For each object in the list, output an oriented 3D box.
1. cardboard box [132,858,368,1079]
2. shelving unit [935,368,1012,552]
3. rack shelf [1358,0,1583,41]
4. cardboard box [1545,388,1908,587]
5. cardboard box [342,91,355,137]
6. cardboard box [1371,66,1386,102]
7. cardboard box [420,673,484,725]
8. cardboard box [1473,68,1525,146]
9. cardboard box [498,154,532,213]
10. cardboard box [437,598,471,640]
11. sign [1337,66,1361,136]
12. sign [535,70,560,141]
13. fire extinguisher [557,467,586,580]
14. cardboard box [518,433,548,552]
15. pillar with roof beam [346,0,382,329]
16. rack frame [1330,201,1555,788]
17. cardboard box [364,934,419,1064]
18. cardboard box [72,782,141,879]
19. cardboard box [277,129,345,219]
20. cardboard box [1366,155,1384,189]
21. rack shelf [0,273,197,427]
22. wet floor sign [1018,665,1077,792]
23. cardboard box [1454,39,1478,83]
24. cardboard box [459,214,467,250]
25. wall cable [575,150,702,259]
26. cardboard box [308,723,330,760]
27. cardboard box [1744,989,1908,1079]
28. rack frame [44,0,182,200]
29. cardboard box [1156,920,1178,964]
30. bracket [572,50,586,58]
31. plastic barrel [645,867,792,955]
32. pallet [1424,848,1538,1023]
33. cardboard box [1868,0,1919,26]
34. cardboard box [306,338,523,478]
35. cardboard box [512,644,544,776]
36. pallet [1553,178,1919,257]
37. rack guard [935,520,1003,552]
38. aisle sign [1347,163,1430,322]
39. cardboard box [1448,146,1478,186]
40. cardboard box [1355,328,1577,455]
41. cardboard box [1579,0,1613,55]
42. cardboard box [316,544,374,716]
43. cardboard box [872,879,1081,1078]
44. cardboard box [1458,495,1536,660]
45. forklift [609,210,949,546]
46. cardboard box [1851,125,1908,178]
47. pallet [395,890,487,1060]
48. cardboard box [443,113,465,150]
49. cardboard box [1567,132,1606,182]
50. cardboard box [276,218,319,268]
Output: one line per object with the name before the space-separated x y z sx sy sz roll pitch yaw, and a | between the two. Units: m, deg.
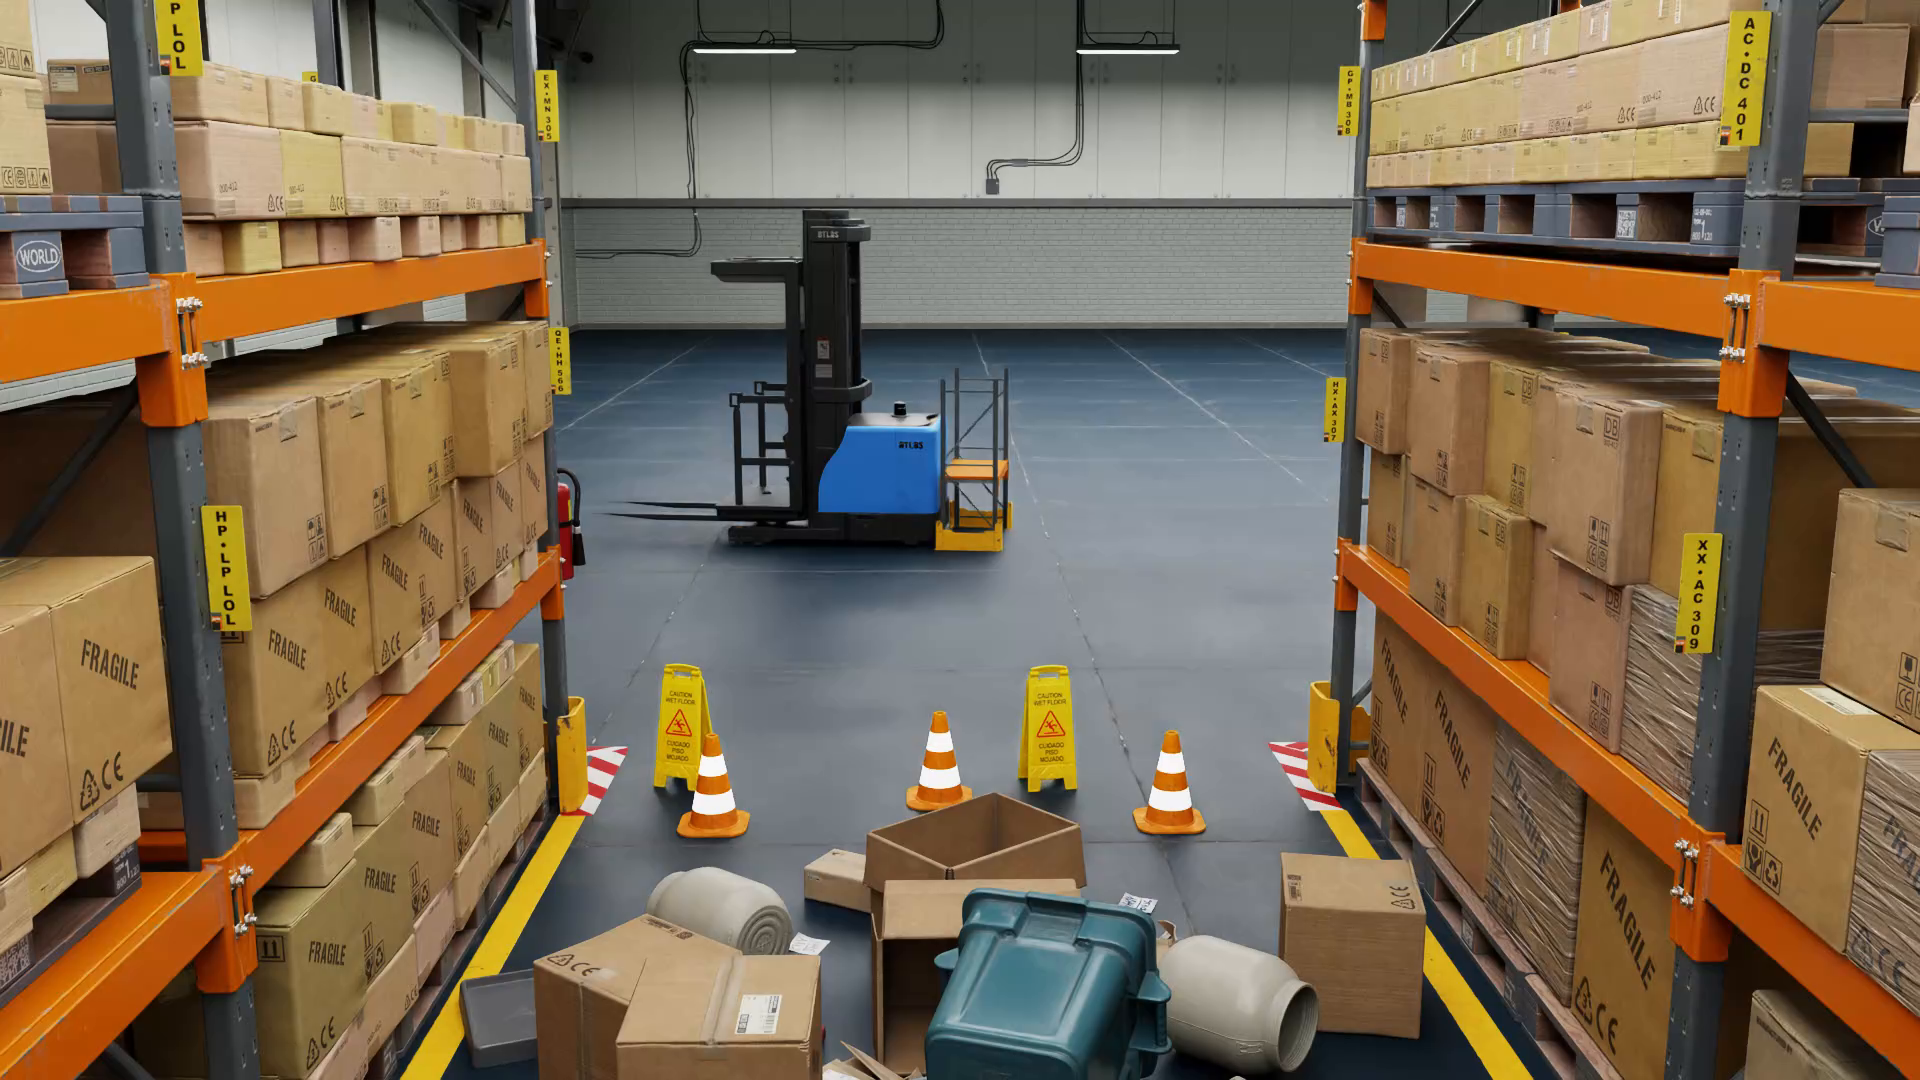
cardboard box | -2.166 1.300 5.081 0.500 0.500 0.500 0 11 2
shelving unit | 0.138 -0.746 14.961 0.587 1.500 1.083 1 12 7
rack shelf | 2.481 -2.186 6.014 1.077 0.370 4.000 0 11 -1
cardboard box | 2.422 -0.181 5.316 0.875 0.550 0.550 0 11 -1
cardboard box | -2.170 -1.363 5.316 0.380 0.149 0.250 -1 11 -3
cardboard box | 2.129 -2.116 7.721 0.380 0.149 0.250 0 11 -1
cardboard box | -2.149 0.638 6.710 0.380 0.149 0.250 0 11 1
cardboard box | 2.226 -1.591 6.133 0.500 0.250 0.500 0 11 -1
cardboard box | -2.227 -1.593 7.451 0.500 0.250 0.500 0 11 -2
cardboard box | -2.189 0.299 6.671 0.380 0.149 0.250 0 11 -2
sign | 1.885 -2.128 8.061 0.100 0.325 0.005 0 11 -1
sign | -1.951 -2.053 7.865 0.100 0.325 0.005 0 11 -1
fire extinguisher | -2.048 -0.138 8.389 0.296 0.674 0.183 0 11 -1
cardboard box | -2.220 -0.239 7.694 0.500 0.500 0.500 0 11 -2
pillar with roof beam | -4.424 -6.524 24.583 9.100 9.000 0.400 0 11 -1
rack frame | 2.440 -0.192 8.459 1.000 3.000 0.127 0 11 -1
cardboard box | -2.189 1.561 5.678 0.500 0.250 0.500 0 11 2
cardboard box | -2.137 0.662 3.825 0.380 0.149 0.250 0 11 0
cardboard box | -2.179 -1.089 4.969 0.500 0.250 0.500 0 11 -2
cardboard box | 2.127 -1.724 7.792 0.380 0.149 0.250 0 11 -1
rack shelf | -2.383 -0.076 2.154 1.077 0.370 4.000 0 11 -1
wet floor sign | 0.460 0.965 8.681 0.267 0.644 0.232 -2 12 -11
cardboard box | 2.154 -1.864 6.476 0.380 0.149 0.250 0 11 -2
cardboard box | -2.272 -1.275 6.889 0.380 0.149 0.250 0 11 -1
wall cable | -7.715 -7.961 39.475 3.097 2.526 0.112 0 11 -1
cardboard box | -2.203 0.601 5.187 0.380 0.149 0.250 0 11 -1
cardboard box | 2.626 1.623 4.115 1.050 0.750 0.750 0 11 -1
rack frame | -2.424 -2.296 3.744 1.000 3.000 0.127 0 11 -1
cardboard box | 0.646 1.609 6.458 0.396 0.266 0.258 2 12 9
bracket | -8.666 -11.093 38.053 0.076 0.066 3.189 0 11 -1
plastic barrel | -0.950 1.516 6.523 0.512 0.421 0.421 9 15 38
pallet | 2.557 1.576 6.762 1.003 0.211 1.213 0 11 -1
cardboard box | 2.849 -1.513 4.749 0.380 0.149 0.250 0 11 -2
cardboard box | -2.162 -0.534 6.631 0.700 0.500 0.500 0 11 -2
cardboard box | -2.229 0.781 7.637 0.500 0.500 0.500 0 11 -1
pallet | 2.516 -0.986 5.052 1.003 0.211 1.213 0 11 -1
rack guard | 0.079 -0.035 14.601 0.587 0.250 0.087 1 12 7
aisle sign | 2.139 -1.478 8.264 0.394 0.787 0.004 0 11 -1
cardboard box | 2.153 -1.473 6.555 0.380 0.149 0.250 0 11 -2
cardboard box | 2.409 -0.720 7.972 0.875 0.550 0.550 0 11 -1
cardboard box | 2.182 -1.610 5.226 0.380 0.149 0.250 0 11 0
cardboard box | -2.188 0.261 5.229 0.500 0.500 0.500 0 11 -1
cardboard box | 0.088 1.530 5.908 0.797 0.637 0.503 0 11 -1
cardboard box | 2.465 0.135 6.473 0.875 0.550 0.500 0 11 -1
forklift | -1.652 -1.490 15.032 3.031 2.935 1.130 1 12 6
cardboard box | 2.848 -1.123 4.832 0.380 0.149 0.250 0 11 -1
pallet | -2.501 1.634 6.473 1.003 0.211 1.213 0 11 -1
cardboard box | -2.260 -1.670 6.829 0.380 0.149 0.250 0 11 -1
cardboard box | 2.178 -1.222 5.316 0.380 0.149 0.250 0 11 -1
cardboard box | -2.216 -0.917 5.122 0.380 0.149 0.250 0 11 1
